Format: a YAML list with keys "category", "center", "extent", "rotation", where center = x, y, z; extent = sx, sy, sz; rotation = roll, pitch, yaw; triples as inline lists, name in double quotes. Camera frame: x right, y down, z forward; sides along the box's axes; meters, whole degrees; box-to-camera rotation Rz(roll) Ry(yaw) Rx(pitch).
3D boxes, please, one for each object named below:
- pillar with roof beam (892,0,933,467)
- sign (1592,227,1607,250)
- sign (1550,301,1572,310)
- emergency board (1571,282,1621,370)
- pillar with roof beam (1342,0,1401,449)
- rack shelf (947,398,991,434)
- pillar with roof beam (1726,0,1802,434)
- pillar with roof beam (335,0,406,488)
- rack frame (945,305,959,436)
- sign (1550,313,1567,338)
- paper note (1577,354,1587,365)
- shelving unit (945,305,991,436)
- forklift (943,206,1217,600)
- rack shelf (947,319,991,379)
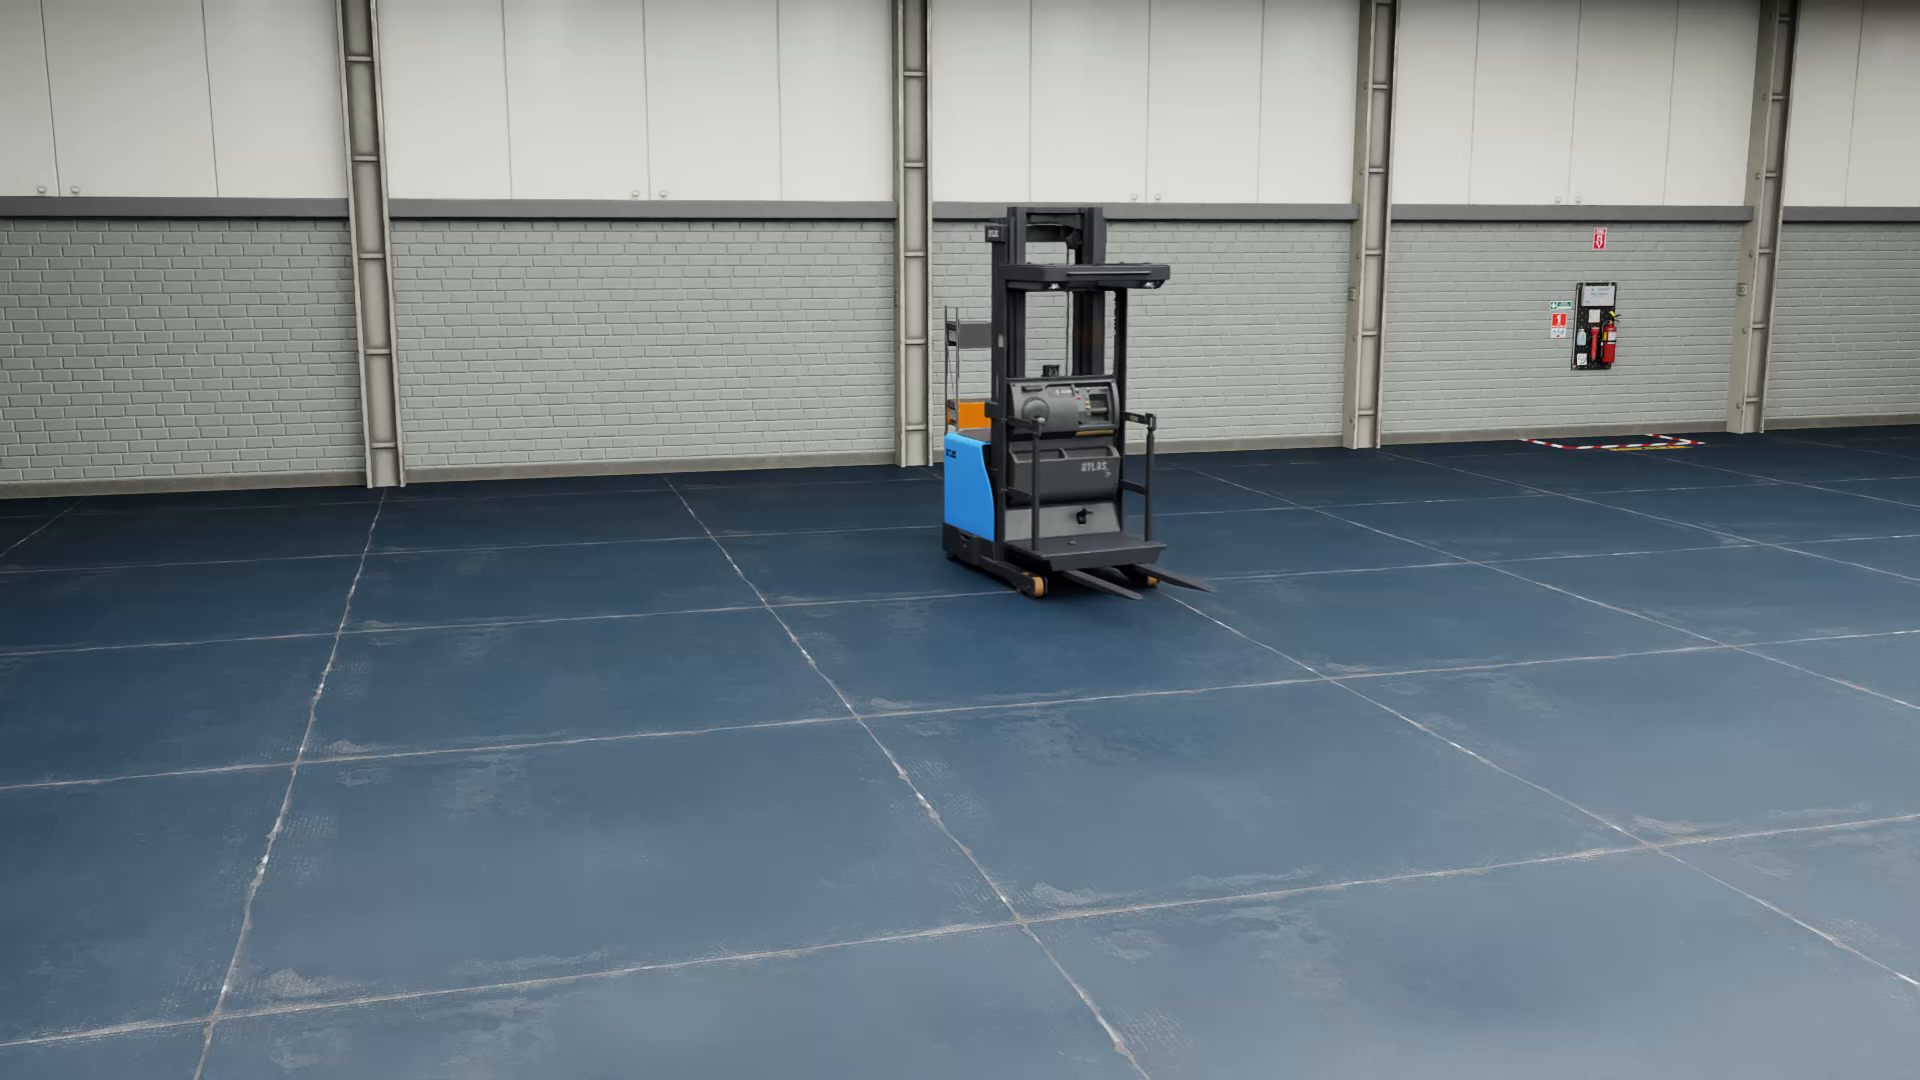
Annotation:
- category: "pillar with roof beam"
  center: [0.651, -4.582, 15.082]
  extent: [0.400, 9.000, 9.100]
  rotation: [-3, 11, -16]
- category: "sign"
  center: [8.550, -4.026, 22.228]
  extent: [0.199, 0.298, 0.001]
  rotation: [-3, 11, -16]
- category: "sign"
  center: [8.033, -3.136, 22.233]
  extent: [0.331, 0.109, 0.001]
  rotation: [-3, 11, -16]
- category: "emergency board"
  center: [8.586, -2.869, 22.346]
  extent: [0.643, 1.169, 0.194]
  rotation: [-3, 11, -16]
- category: "pillar with roof beam"
  center: [6.411, -4.886, 16.732]
  extent: [0.400, 9.000, 9.100]
  rotation: [-3, 11, -16]
- category: "rack shelf"
  center: [0.159, -1.028, 14.904]
  extent: [0.480, 0.518, 0.431]
  rotation: [-3, 11, -16]
- category: "pillar with roof beam"
  center: [12.172, -5.189, 18.381]
  extent: [0.400, 9.000, 9.100]
  rotation: [-3, 11, -16]
- category: "pillar with roof beam"
  center: [-5.110, -4.279, 13.433]
  extent: [0.400, 9.000, 9.100]
  rotation: [-3, 11, -16]
- category: "rack frame"
  center: [-0.075, -1.029, 14.835]
  extent: [0.015, 2.100, 0.400]
  rotation: [-3, 11, -16]
- category: "sign"
  center: [8.026, -2.876, 22.288]
  extent: [0.234, 0.329, 0.001]
  rotation: [-3, 11, -16]
- category: "paper note"
  center: [8.396, -2.439, 22.442]
  extent: [0.142, 0.148, 0.016]
  rotation: [-3, 11, -16]
- category: "shelving unit"
  center: [0.159, -1.041, 14.902]
  extent: [0.503, 2.100, 0.431]
  rotation: [-3, 11, -16]
- category: "forklift"
  center: [0.914, -1.088, 12.861]
  extent: [1.130, 2.935, 3.031]
  rotation: [-5, 11, -24]
- category: "rack shelf"
  center: [0.159, -1.716, 14.778]
  extent: [0.480, 0.518, 0.431]
  rotation: [-3, 11, -16]
